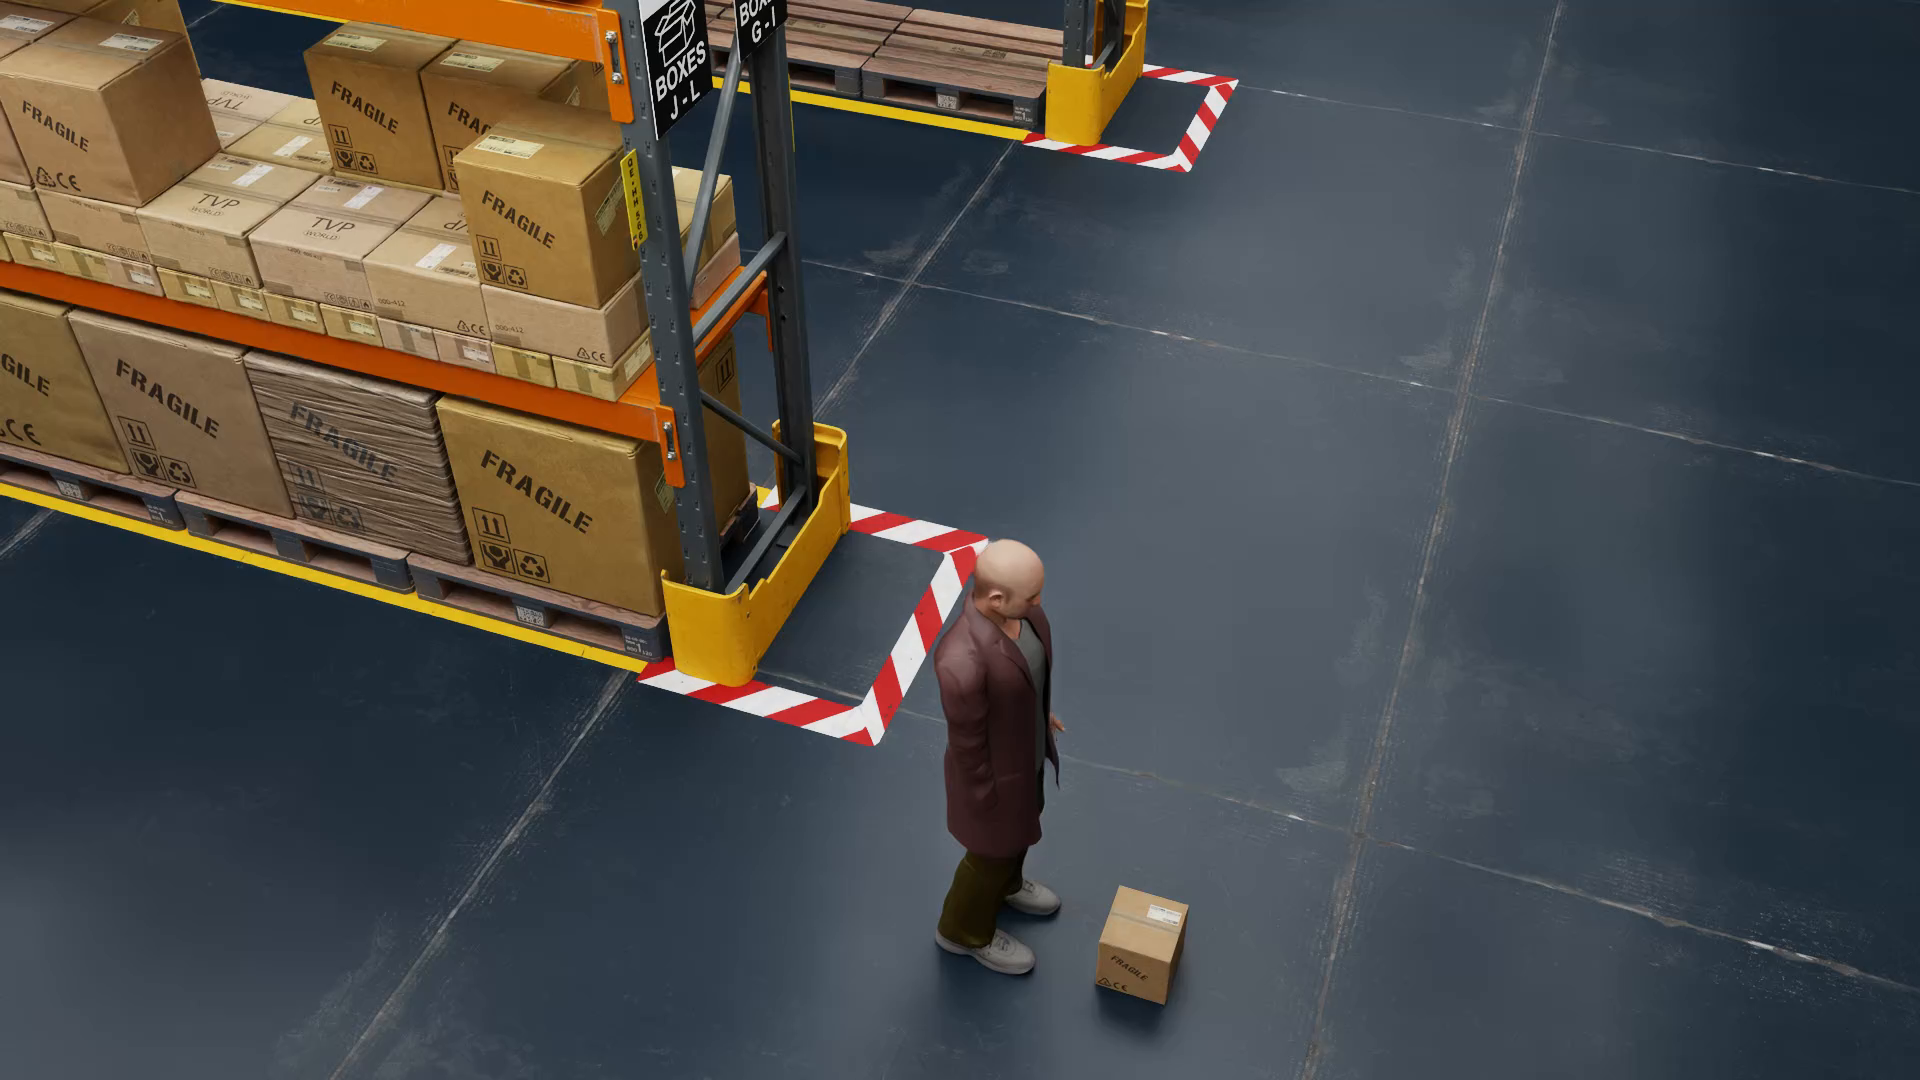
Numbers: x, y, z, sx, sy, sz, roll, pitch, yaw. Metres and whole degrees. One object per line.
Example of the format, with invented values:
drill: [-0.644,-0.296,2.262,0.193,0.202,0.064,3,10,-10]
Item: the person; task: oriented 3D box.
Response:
person: [0.146,0.691,5.383,0.378,1.771,0.562,14,43,16]
